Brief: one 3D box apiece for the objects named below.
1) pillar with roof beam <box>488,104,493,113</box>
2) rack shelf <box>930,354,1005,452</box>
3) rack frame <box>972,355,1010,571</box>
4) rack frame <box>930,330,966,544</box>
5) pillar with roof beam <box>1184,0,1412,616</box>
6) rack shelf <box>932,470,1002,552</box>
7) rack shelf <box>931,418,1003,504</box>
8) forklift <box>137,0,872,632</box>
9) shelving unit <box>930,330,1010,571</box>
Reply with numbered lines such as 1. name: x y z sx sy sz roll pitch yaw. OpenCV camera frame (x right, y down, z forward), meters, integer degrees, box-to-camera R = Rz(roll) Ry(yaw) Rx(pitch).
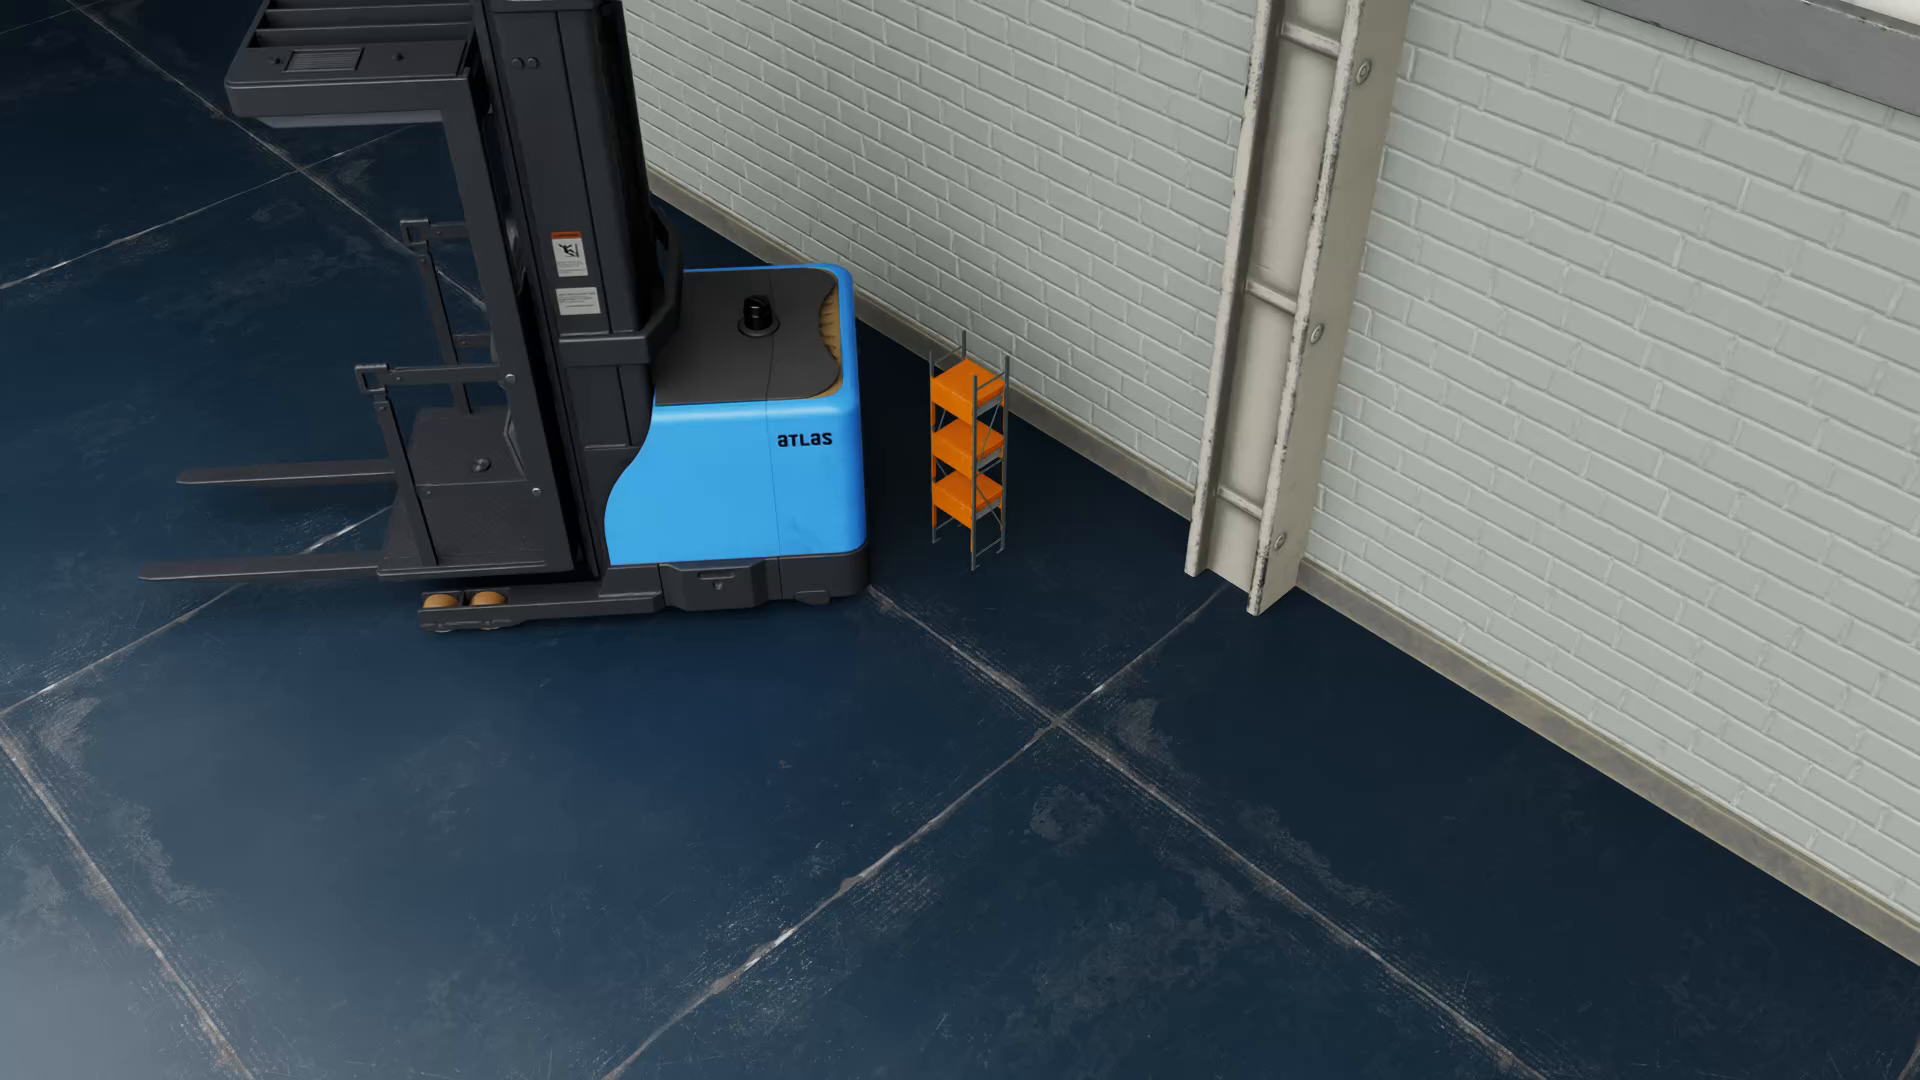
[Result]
1. pillar with roof beam: -6.066 -3.969 5.032 9.100 9.000 0.400 -34 53 -31
2. rack shelf: 0.038 -0.561 6.798 0.215 0.259 0.240 -34 53 -31
3. rack frame: 0.124 -0.301 6.920 0.200 1.050 0.008 -34 53 -31
4. rack frame: -0.048 -0.418 7.047 0.200 1.050 0.008 -34 53 -31
5. pillar with roof beam: -1.829 -1.086 1.912 9.100 9.000 0.400 -34 53 -31
6. rack shelf: 0.038 -0.148 7.179 0.215 0.259 0.240 -34 53 -31
7. rack shelf: 0.038 -0.352 6.990 0.215 0.259 0.240 -34 53 -31
8. forklift: -1.919 -1.066 6.361 3.031 2.935 1.130 -3 43 -3
9. shelving unit: 0.038 -0.360 6.983 0.215 1.050 0.252 -34 53 -31
